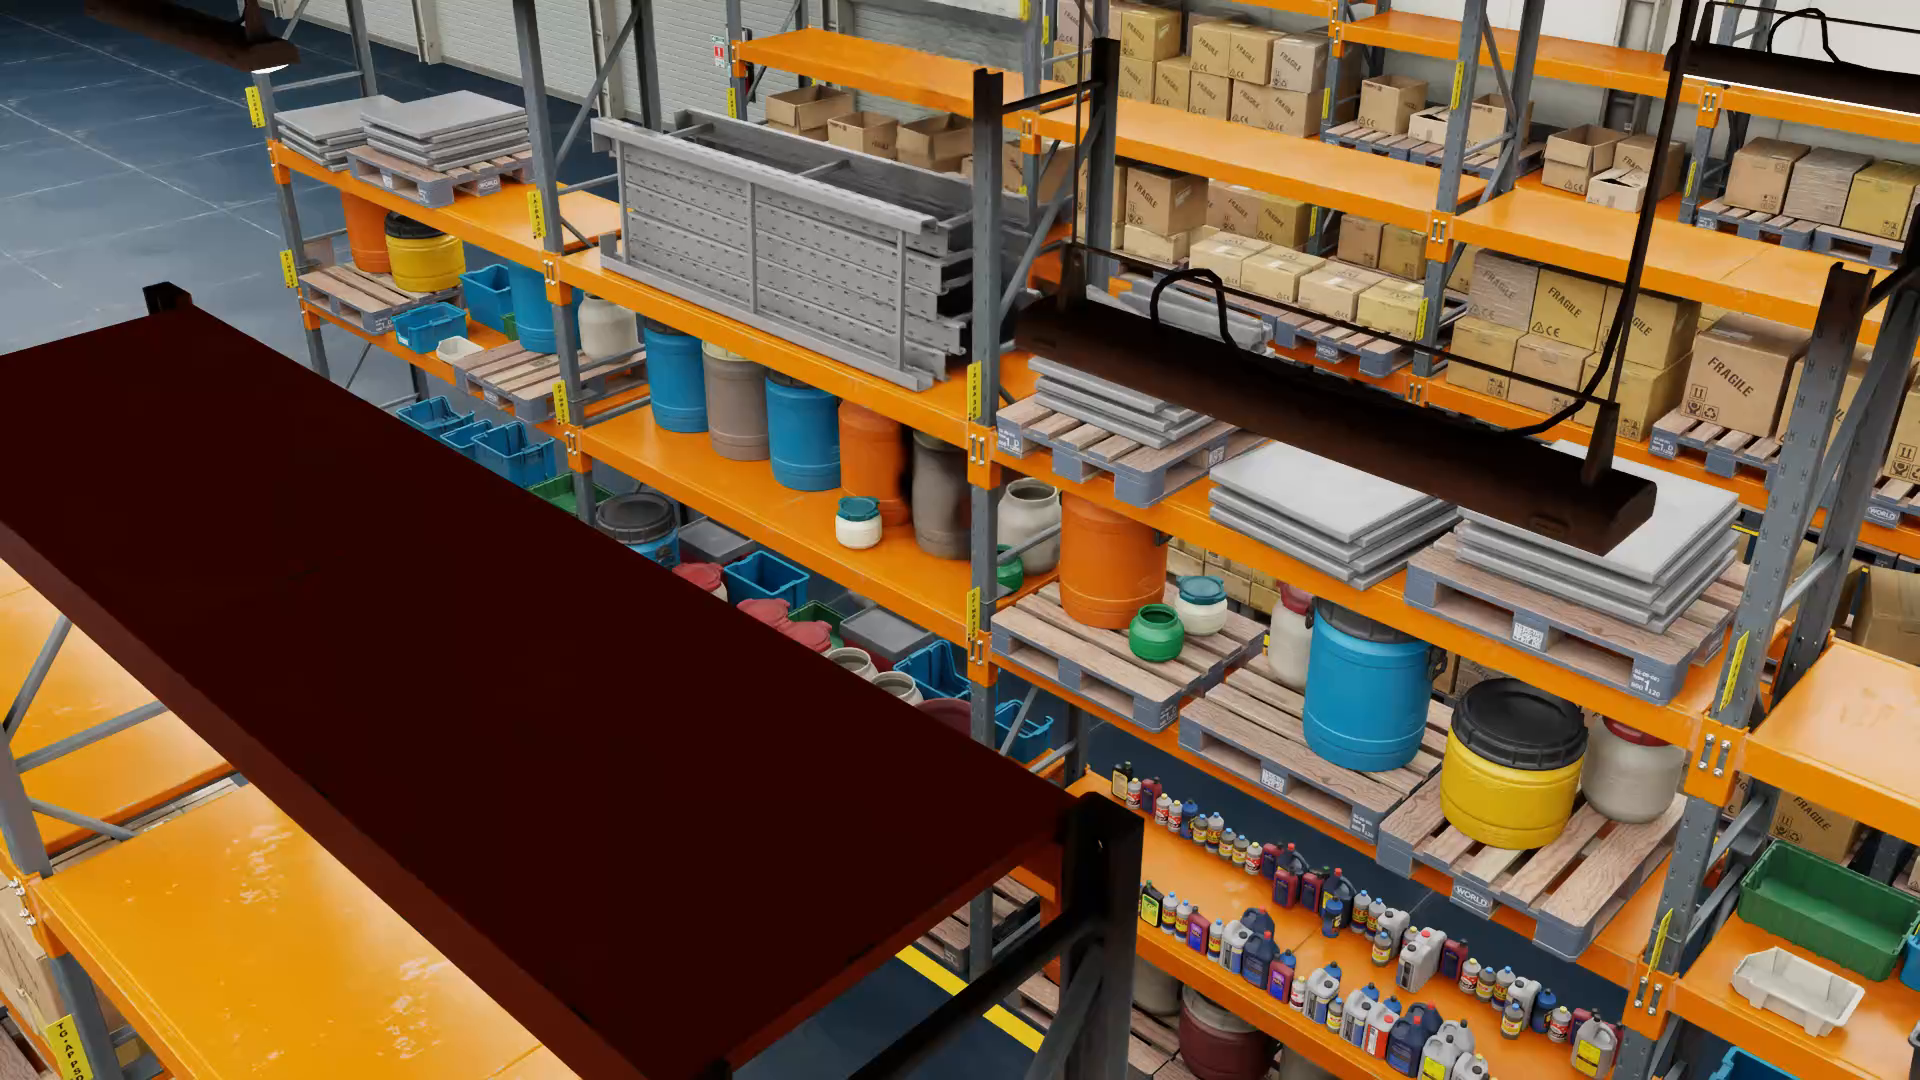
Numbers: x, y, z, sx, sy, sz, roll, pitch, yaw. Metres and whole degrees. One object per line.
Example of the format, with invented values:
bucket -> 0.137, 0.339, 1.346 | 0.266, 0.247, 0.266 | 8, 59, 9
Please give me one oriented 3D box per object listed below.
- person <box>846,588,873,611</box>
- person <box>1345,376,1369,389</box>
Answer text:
person -> -0.775, 0.066, 14.459 | 0.560, 1.655, 0.581 | 13, 32, 22
person -> 3.830, -0.951, 16.291 | 0.576, 1.604, 0.612 | -26, 38, -38
